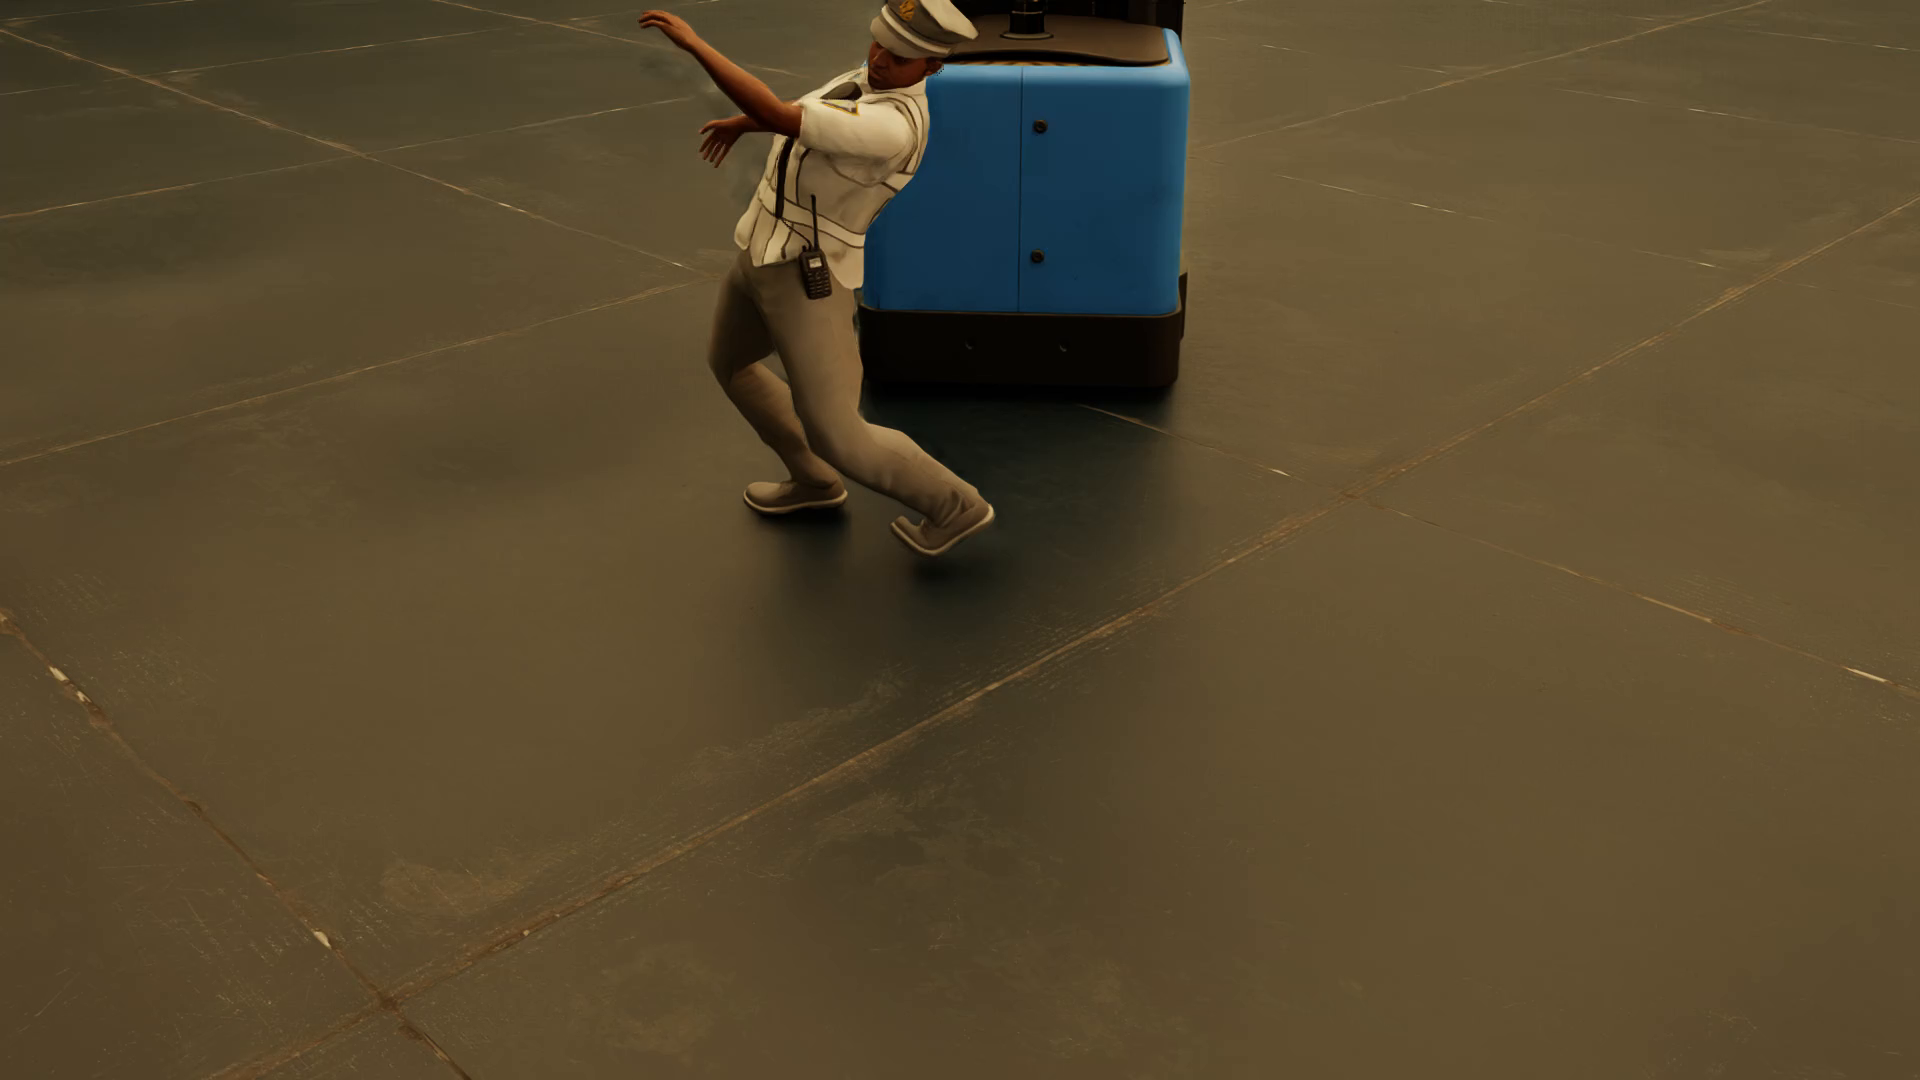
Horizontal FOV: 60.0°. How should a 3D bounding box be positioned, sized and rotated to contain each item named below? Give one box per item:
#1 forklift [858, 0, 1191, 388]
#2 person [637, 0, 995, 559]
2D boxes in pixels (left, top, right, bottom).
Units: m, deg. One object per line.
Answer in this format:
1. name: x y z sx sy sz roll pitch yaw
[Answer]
1. forklift: 0.289 -2.422 6.153 1.130 2.935 3.031 2 26 4
2. person: -0.429 -0.717 4.309 0.760 1.472 0.962 -11 28 -22
